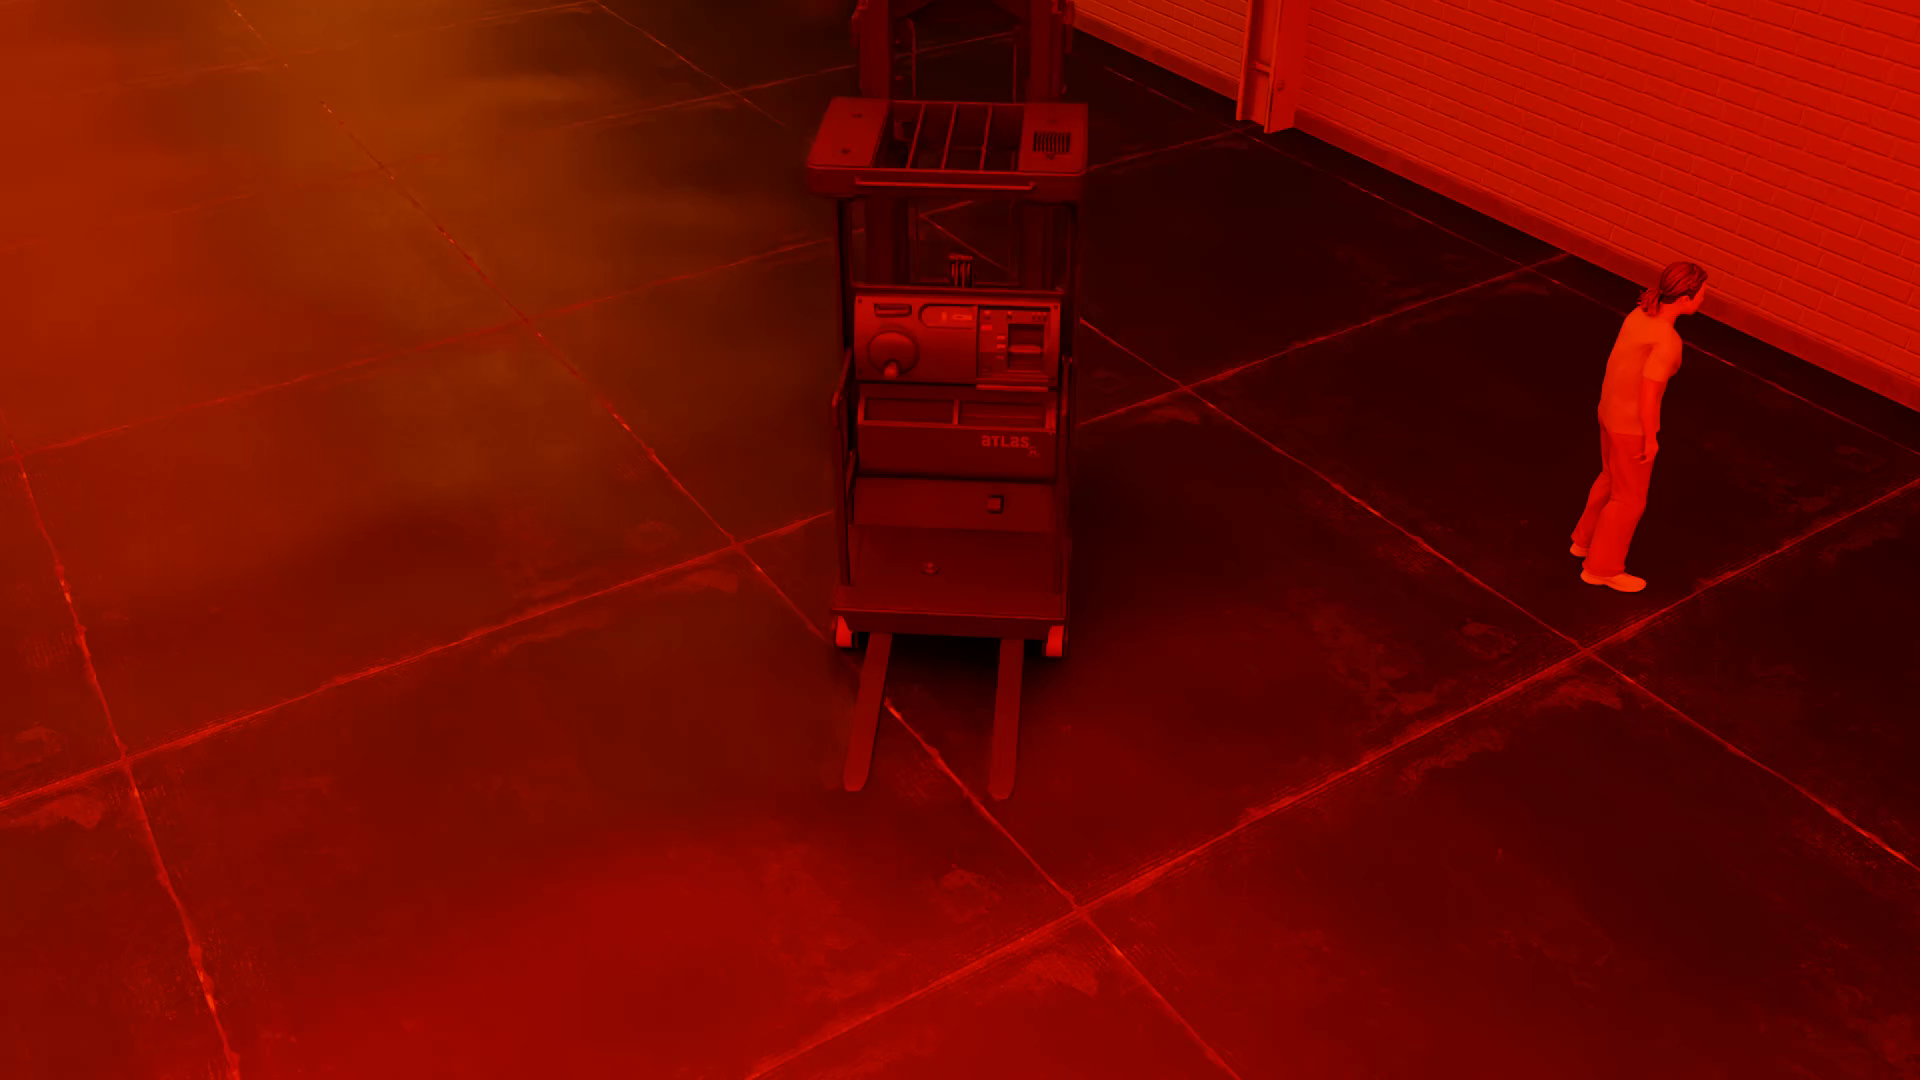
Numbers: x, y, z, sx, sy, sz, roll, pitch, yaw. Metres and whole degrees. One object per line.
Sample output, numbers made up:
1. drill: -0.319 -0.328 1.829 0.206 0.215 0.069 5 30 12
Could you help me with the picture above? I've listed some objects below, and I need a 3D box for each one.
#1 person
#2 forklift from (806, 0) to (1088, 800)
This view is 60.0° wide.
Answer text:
1. person: 3.275 -0.563 8.049 0.365 1.667 0.516 1 35 2
2. forklift: -0.026 -0.840 7.343 1.130 2.935 3.031 2 35 3
